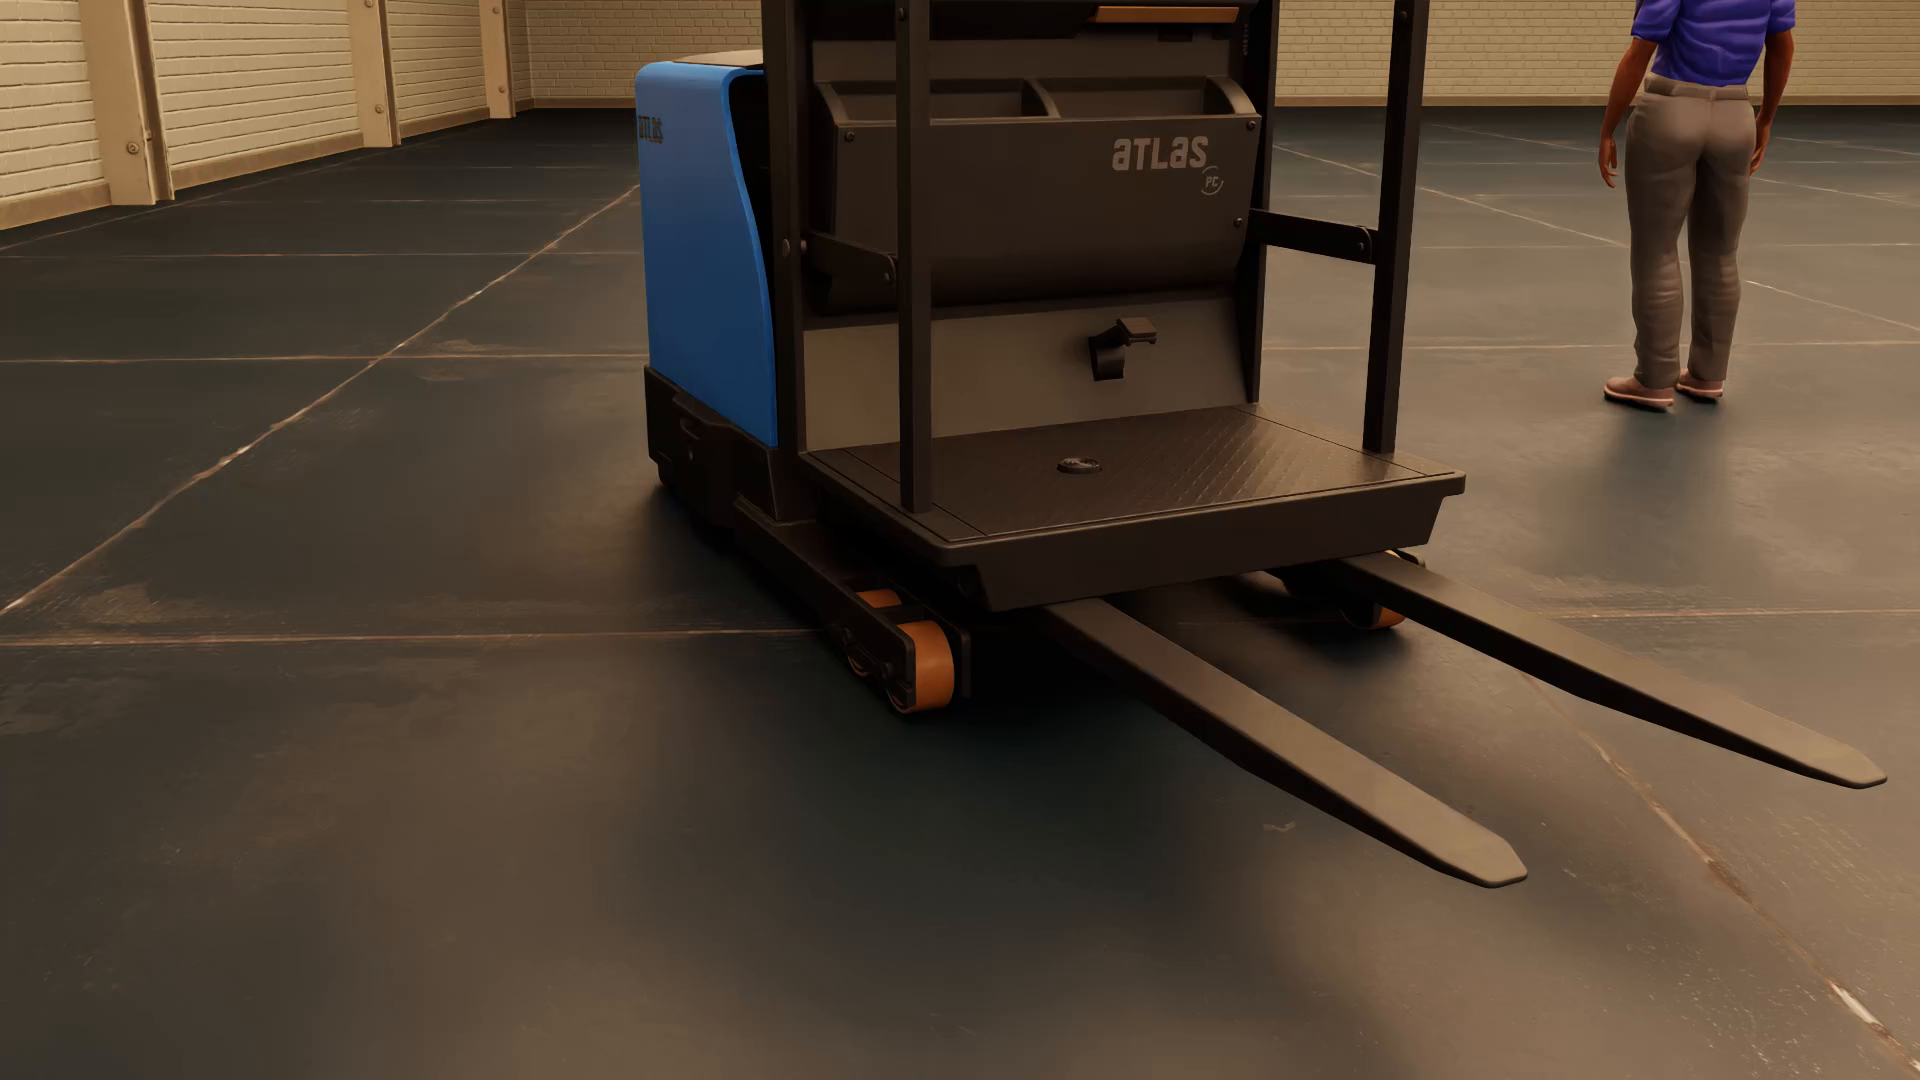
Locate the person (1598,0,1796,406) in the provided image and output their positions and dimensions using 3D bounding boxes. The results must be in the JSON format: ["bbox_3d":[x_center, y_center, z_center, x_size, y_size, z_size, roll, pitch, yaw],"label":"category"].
[{"bbox_3d":[2.225,-1.240,5.121,0.573,1.655,0.503,-1,17,-4],"label":"person"}]

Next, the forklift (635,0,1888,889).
[{"bbox_3d":[0.258,-1.240,2.962,1.130,2.935,3.031,-8,19,-24],"label":"forklift"}]
